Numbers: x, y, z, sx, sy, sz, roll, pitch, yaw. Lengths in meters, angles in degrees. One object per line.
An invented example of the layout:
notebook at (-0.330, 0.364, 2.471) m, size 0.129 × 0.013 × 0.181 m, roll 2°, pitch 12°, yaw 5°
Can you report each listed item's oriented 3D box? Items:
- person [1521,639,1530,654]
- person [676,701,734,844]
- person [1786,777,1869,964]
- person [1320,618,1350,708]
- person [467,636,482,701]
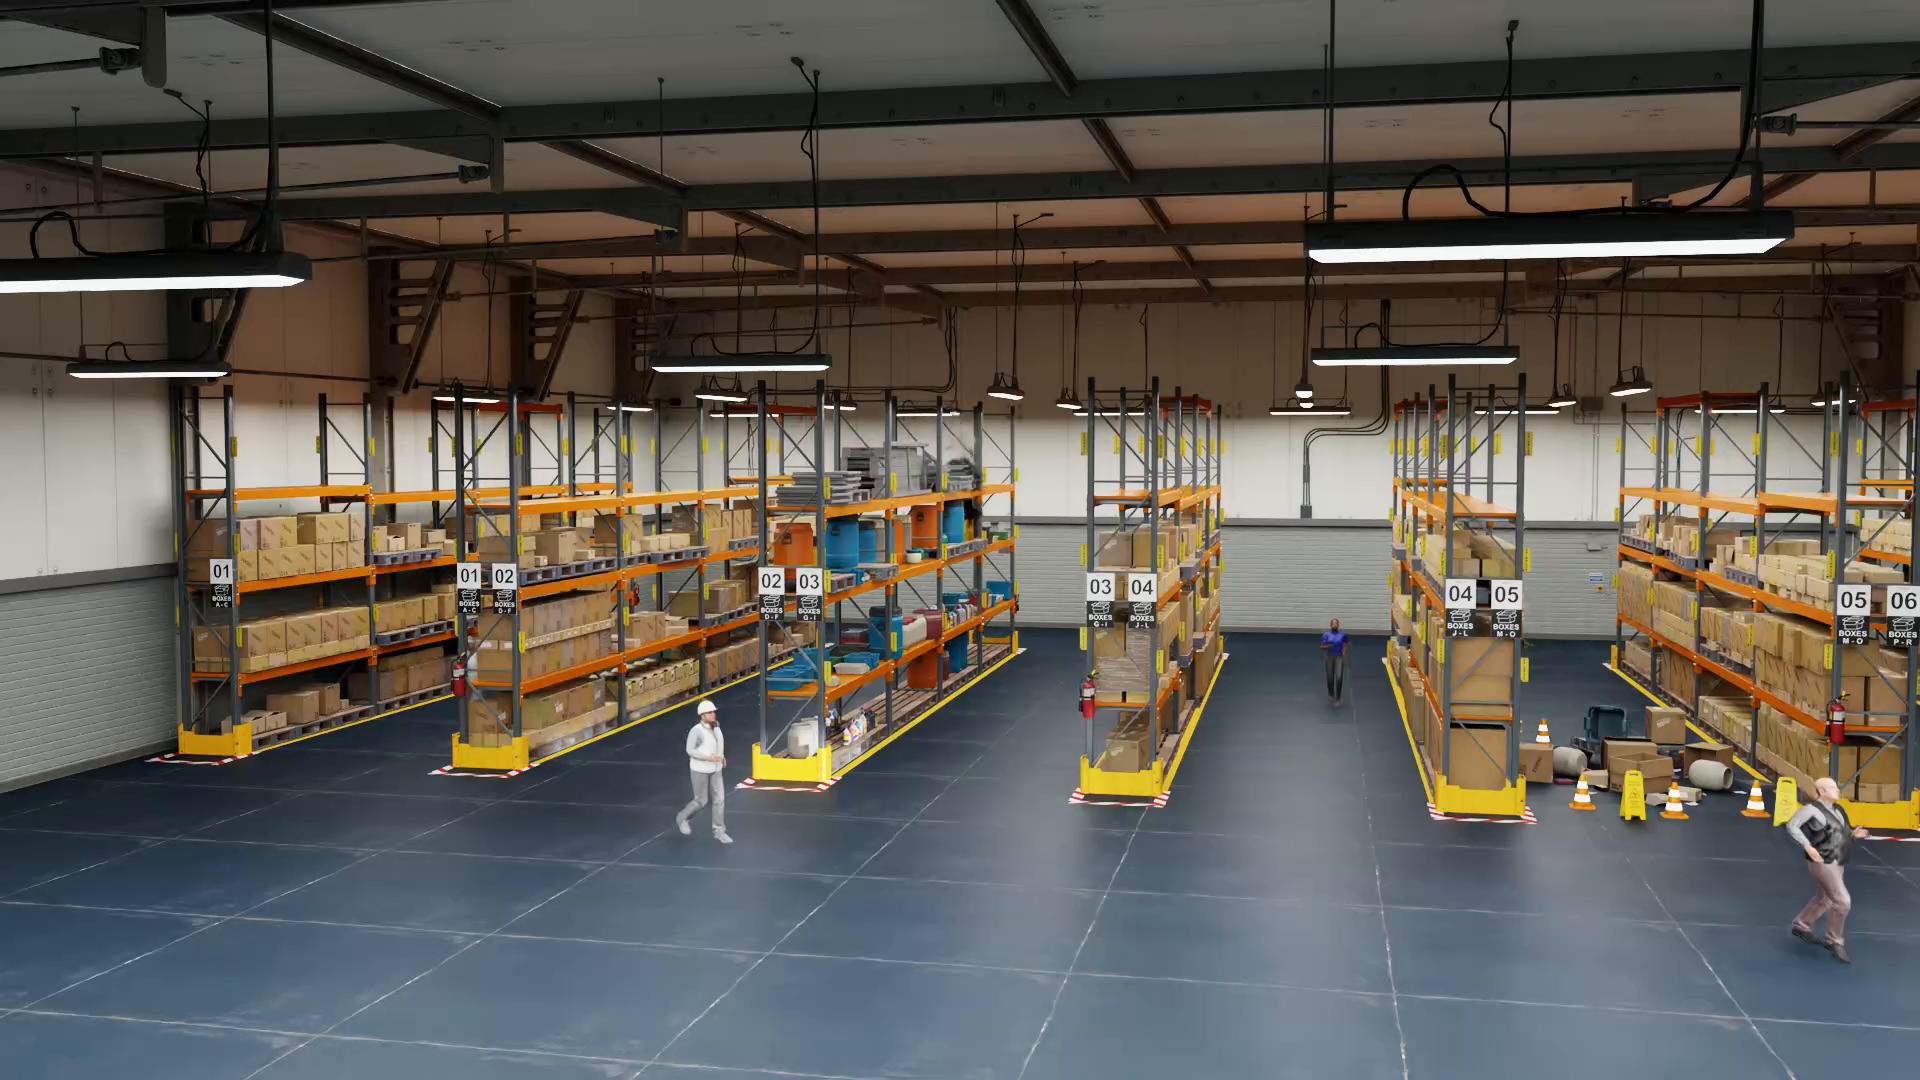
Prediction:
person at (13.020, 1.932, 39.218) m, size 0.887 × 1.780 × 0.664 m, roll 1°, pitch 3°, yaw 11°
person at (-3.235, 2.932, 21.135) m, size 0.847 × 1.793 × 0.681 m, roll 2°, pitch 4°, yaw 36°
person at (8.539, 3.226, 16.373) m, size 0.639 × 1.780 × 0.731 m, roll -2°, pitch 4°, yaw -36°
person at (7.254, 2.378, 32.201) m, size 0.560 × 1.700 × 0.728 m, roll 1°, pitch 3°, yaw 14°
person at (-8.515, 2.533, 29.046) m, size 0.587 × 1.725 × 0.895 m, roll 0°, pitch 3°, yaw 8°
